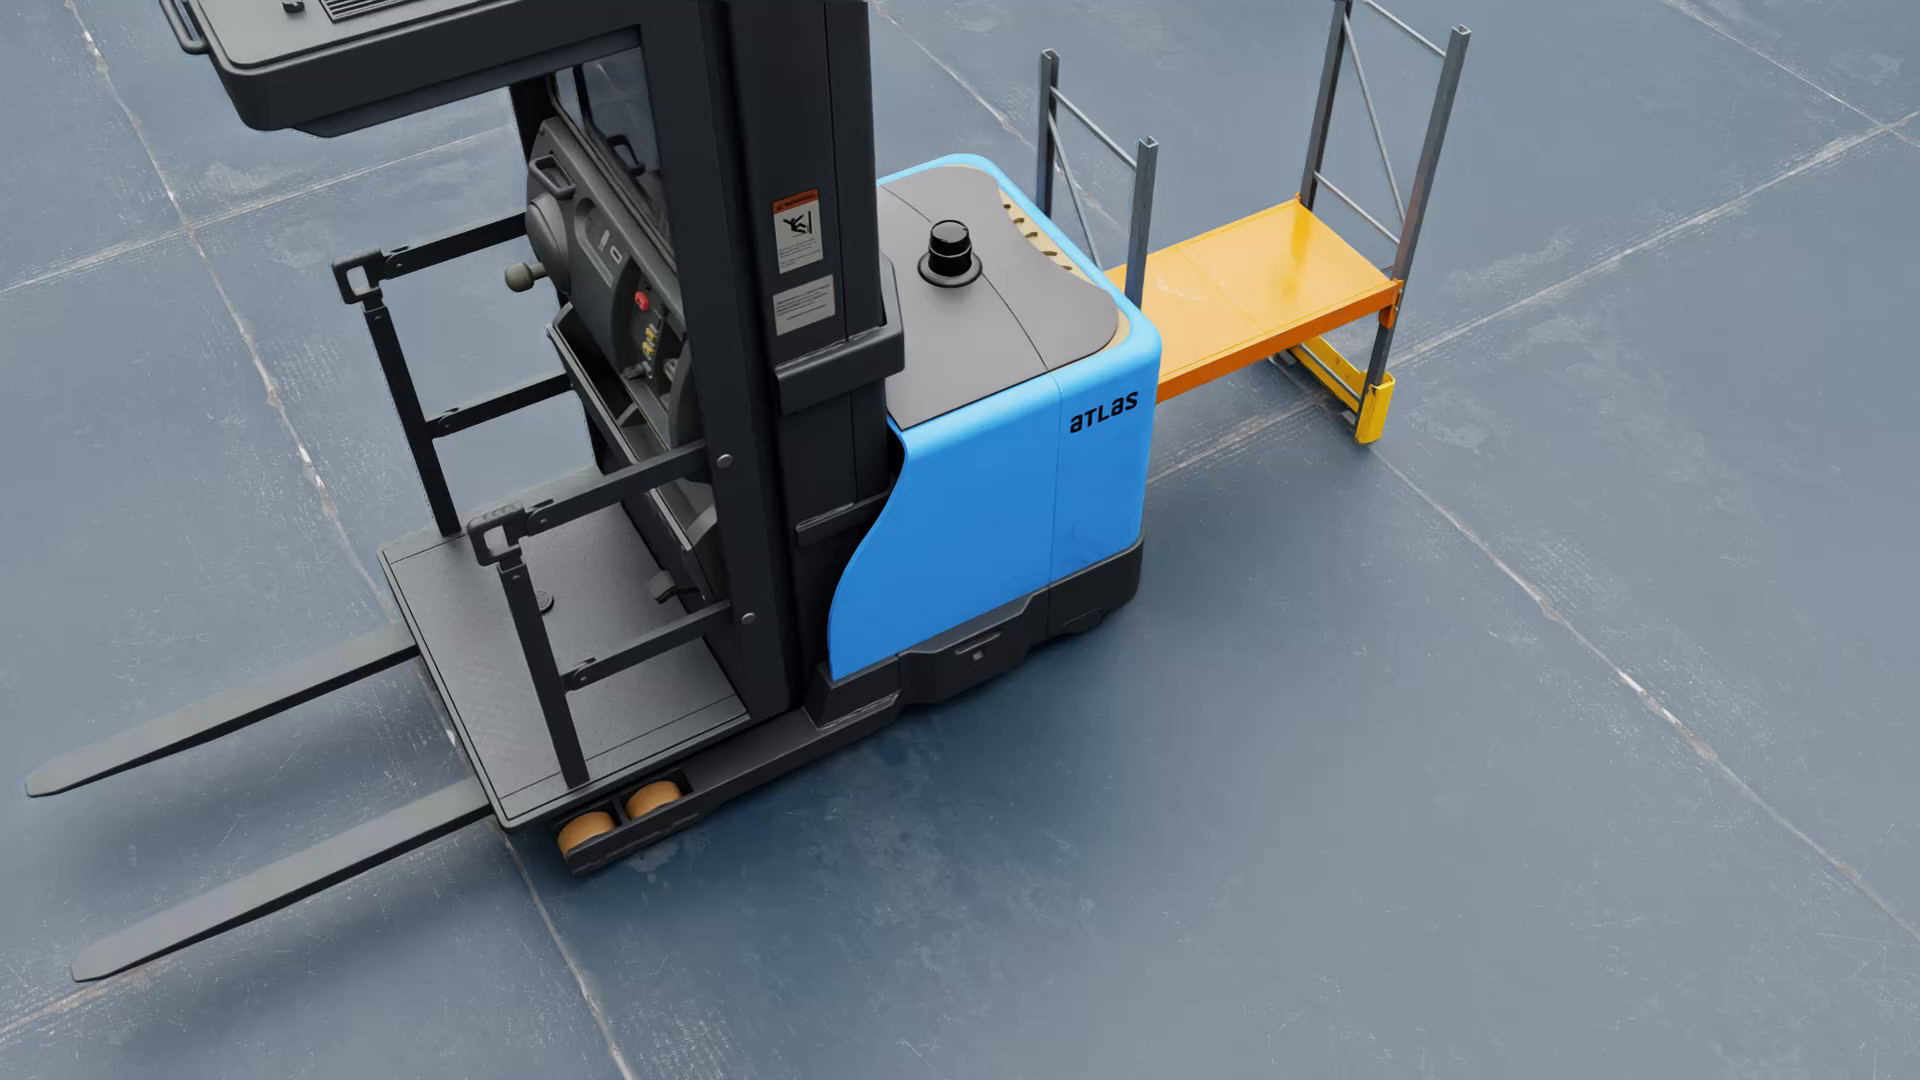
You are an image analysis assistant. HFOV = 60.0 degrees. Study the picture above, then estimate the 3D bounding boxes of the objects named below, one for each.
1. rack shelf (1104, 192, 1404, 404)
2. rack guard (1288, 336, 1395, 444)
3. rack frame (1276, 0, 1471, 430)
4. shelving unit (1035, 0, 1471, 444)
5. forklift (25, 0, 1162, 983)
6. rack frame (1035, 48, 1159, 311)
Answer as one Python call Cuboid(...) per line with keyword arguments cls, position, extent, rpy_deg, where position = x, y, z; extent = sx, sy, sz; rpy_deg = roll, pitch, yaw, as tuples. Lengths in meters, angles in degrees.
Cuboid(cls="rack shelf", position=(0.793, -0.708, 5.117), extent=(1.000, 0.185, 0.538), rpy_deg=(-23, 52, -20))
Cuboid(cls="rack guard", position=(1.231, -0.602, 5.619), extent=(0.087, 0.250, 0.587), rpy_deg=(-23, 52, -20))
Cuboid(cls="rack frame", position=(1.232, -1.018, 5.152), extent=(0.032, 1.500, 0.500), rpy_deg=(-23, 52, -20))
Cuboid(cls="shelving unit", position=(0.801, -0.831, 4.986), extent=(1.083, 1.500, 0.587), rpy_deg=(-23, 52, -20))
Cuboid(cls="forklift", position=(-0.992, -0.544, 3.772), extent=(3.031, 2.935, 1.130), rpy_deg=(-23, 52, -20))
Cuboid(cls="rack frame", position=(0.353, -0.636, 4.813), extent=(0.032, 1.500, 0.500), rpy_deg=(-23, 52, -20))
